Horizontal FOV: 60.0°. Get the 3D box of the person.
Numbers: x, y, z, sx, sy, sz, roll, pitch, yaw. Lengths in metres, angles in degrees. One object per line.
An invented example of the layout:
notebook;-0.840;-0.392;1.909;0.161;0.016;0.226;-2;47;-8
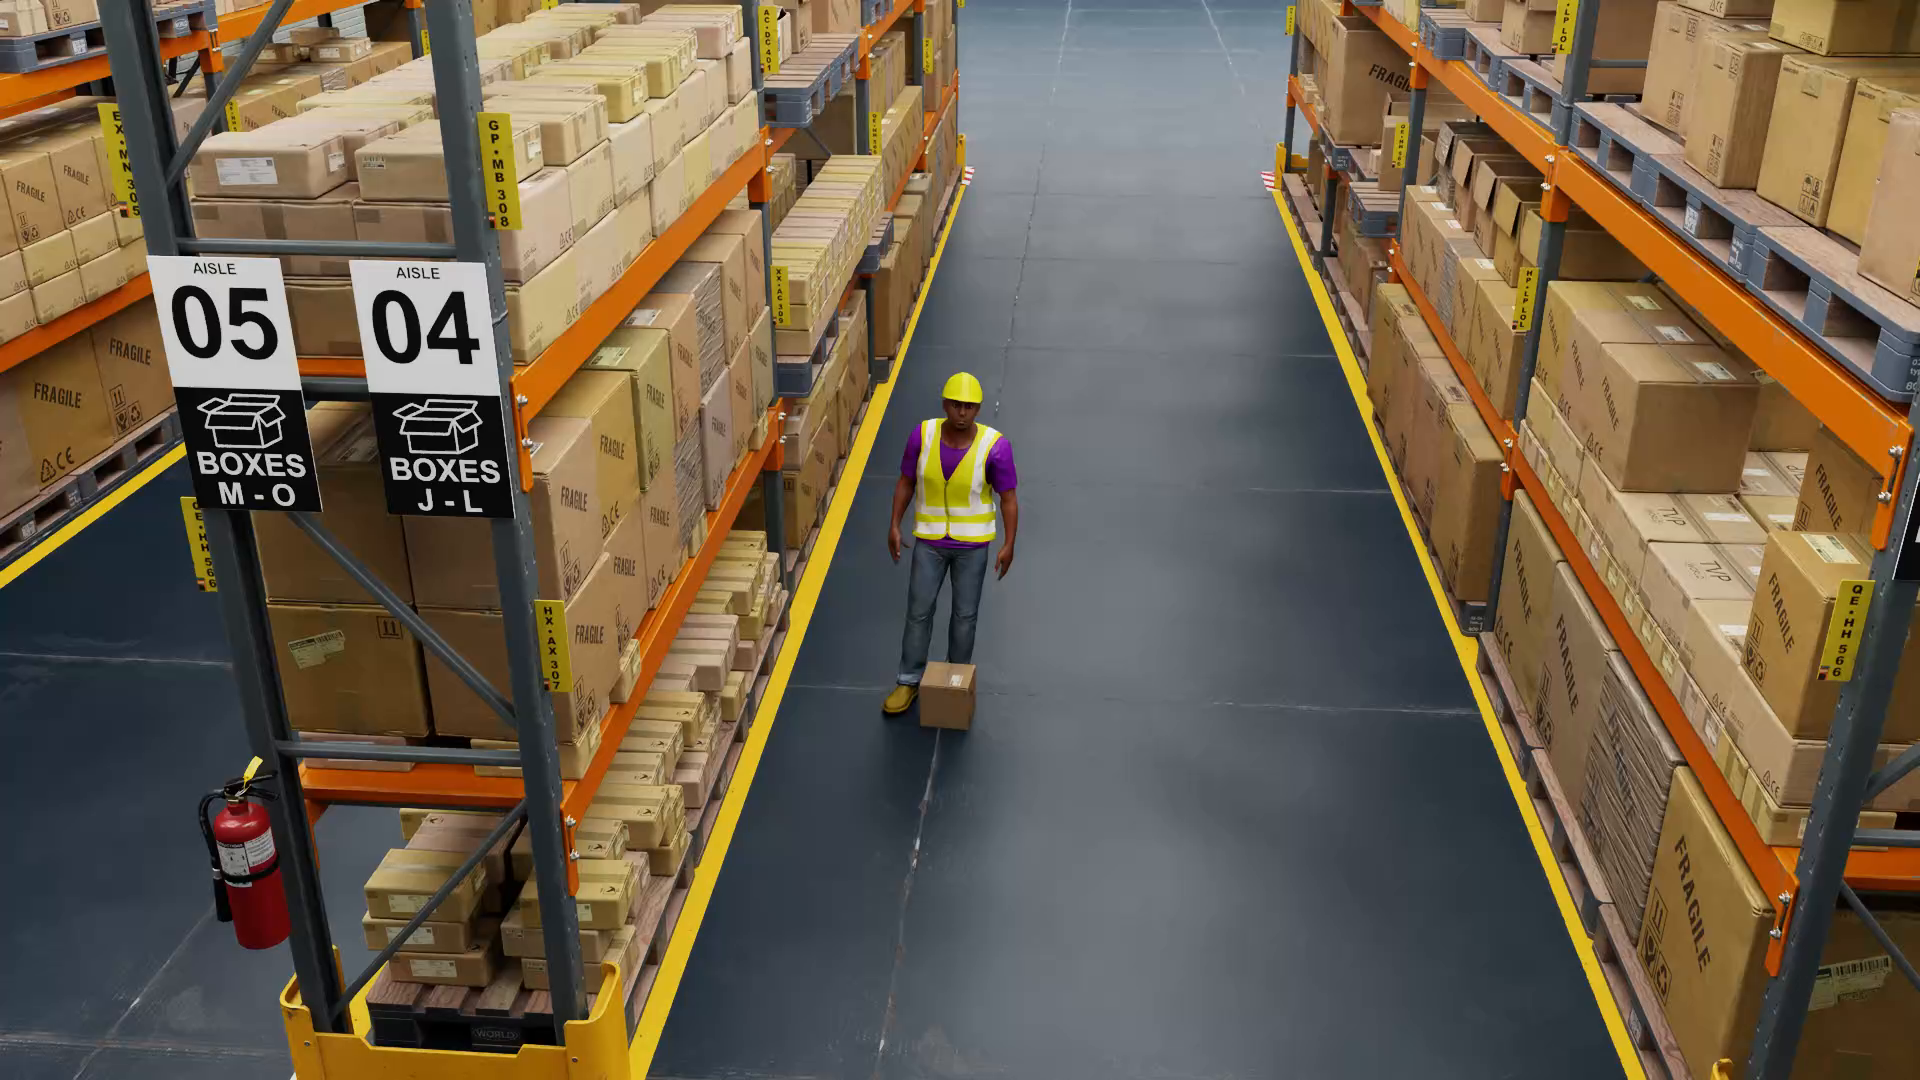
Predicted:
person;-0.052;0.027;8.493;0.665;1.769;0.574;5;25;10
